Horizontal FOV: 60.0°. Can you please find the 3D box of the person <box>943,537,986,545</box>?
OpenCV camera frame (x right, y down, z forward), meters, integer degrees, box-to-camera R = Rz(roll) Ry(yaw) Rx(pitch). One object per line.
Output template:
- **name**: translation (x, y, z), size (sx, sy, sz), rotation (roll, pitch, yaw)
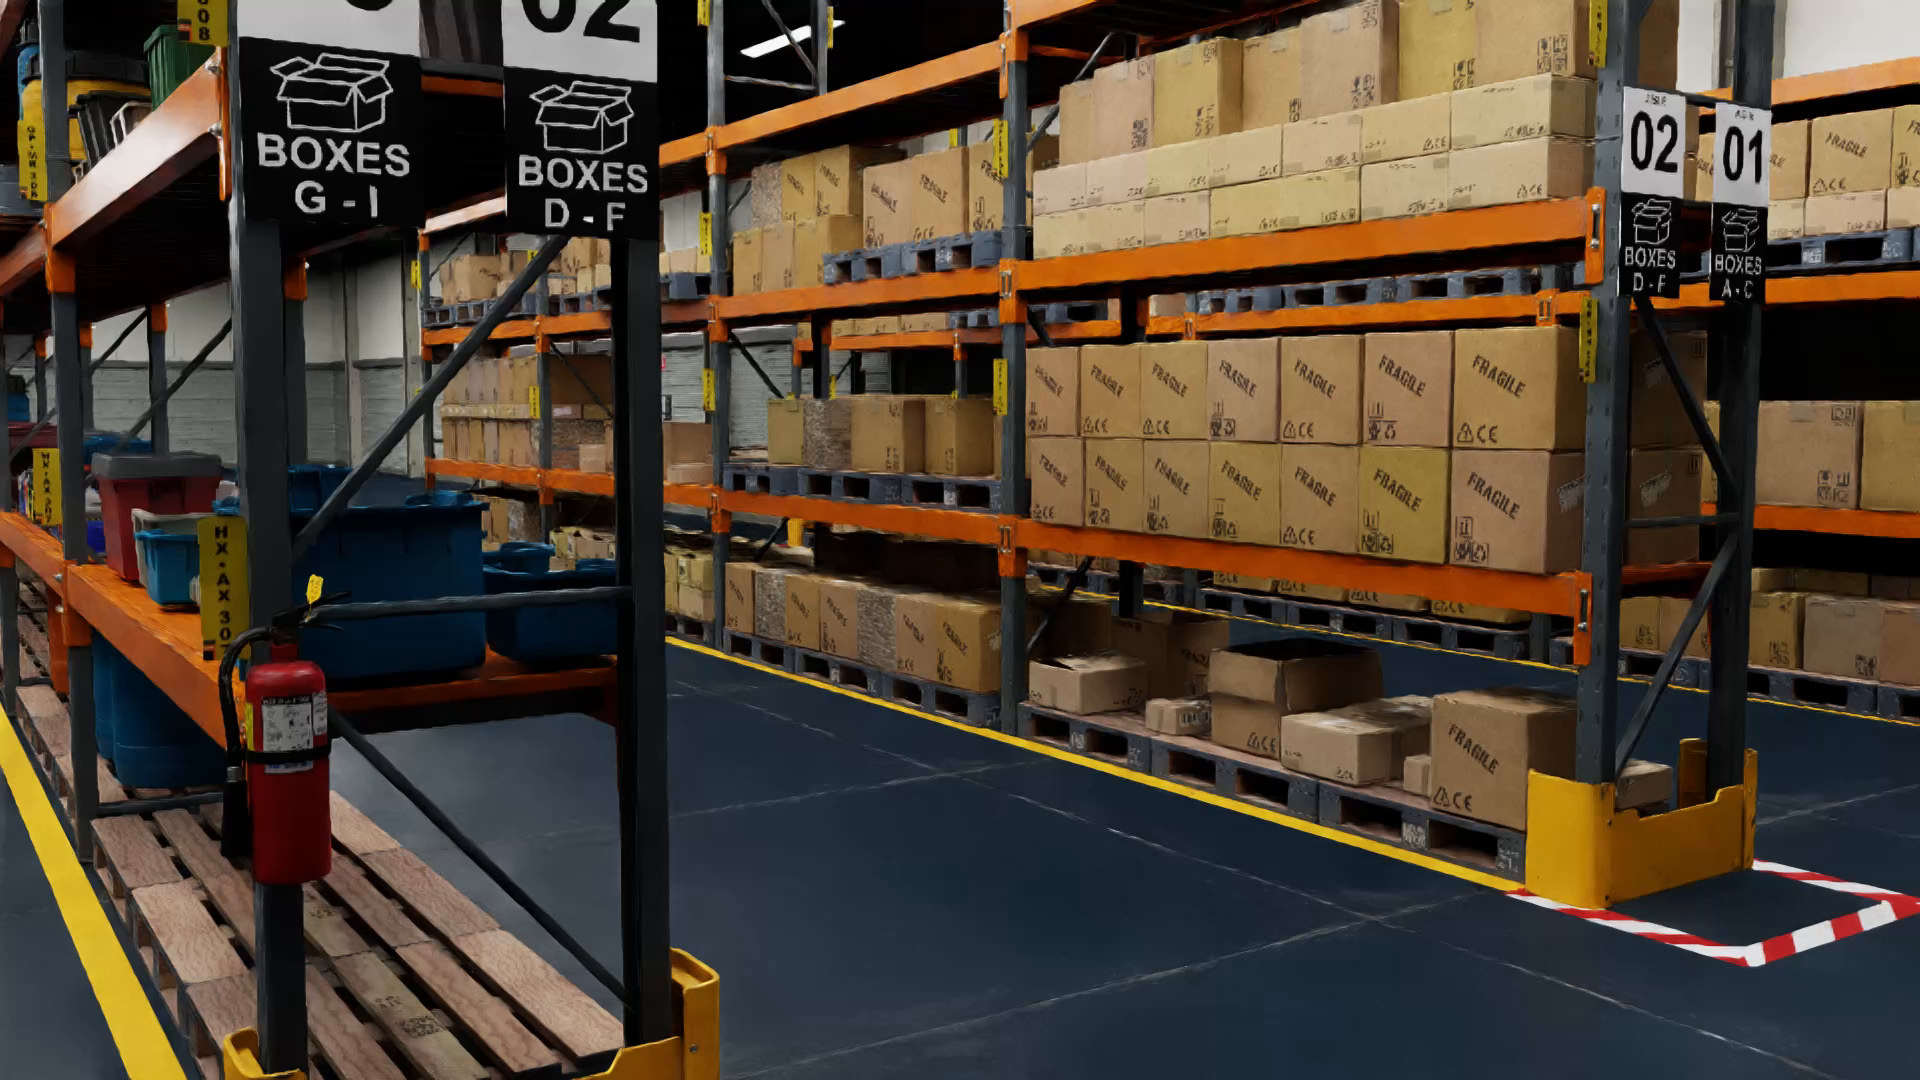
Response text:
- **person**: translation (0.066, -0.095, 15.235), size (0.442, 1.584, 0.493), rotation (0, 5, 0)
